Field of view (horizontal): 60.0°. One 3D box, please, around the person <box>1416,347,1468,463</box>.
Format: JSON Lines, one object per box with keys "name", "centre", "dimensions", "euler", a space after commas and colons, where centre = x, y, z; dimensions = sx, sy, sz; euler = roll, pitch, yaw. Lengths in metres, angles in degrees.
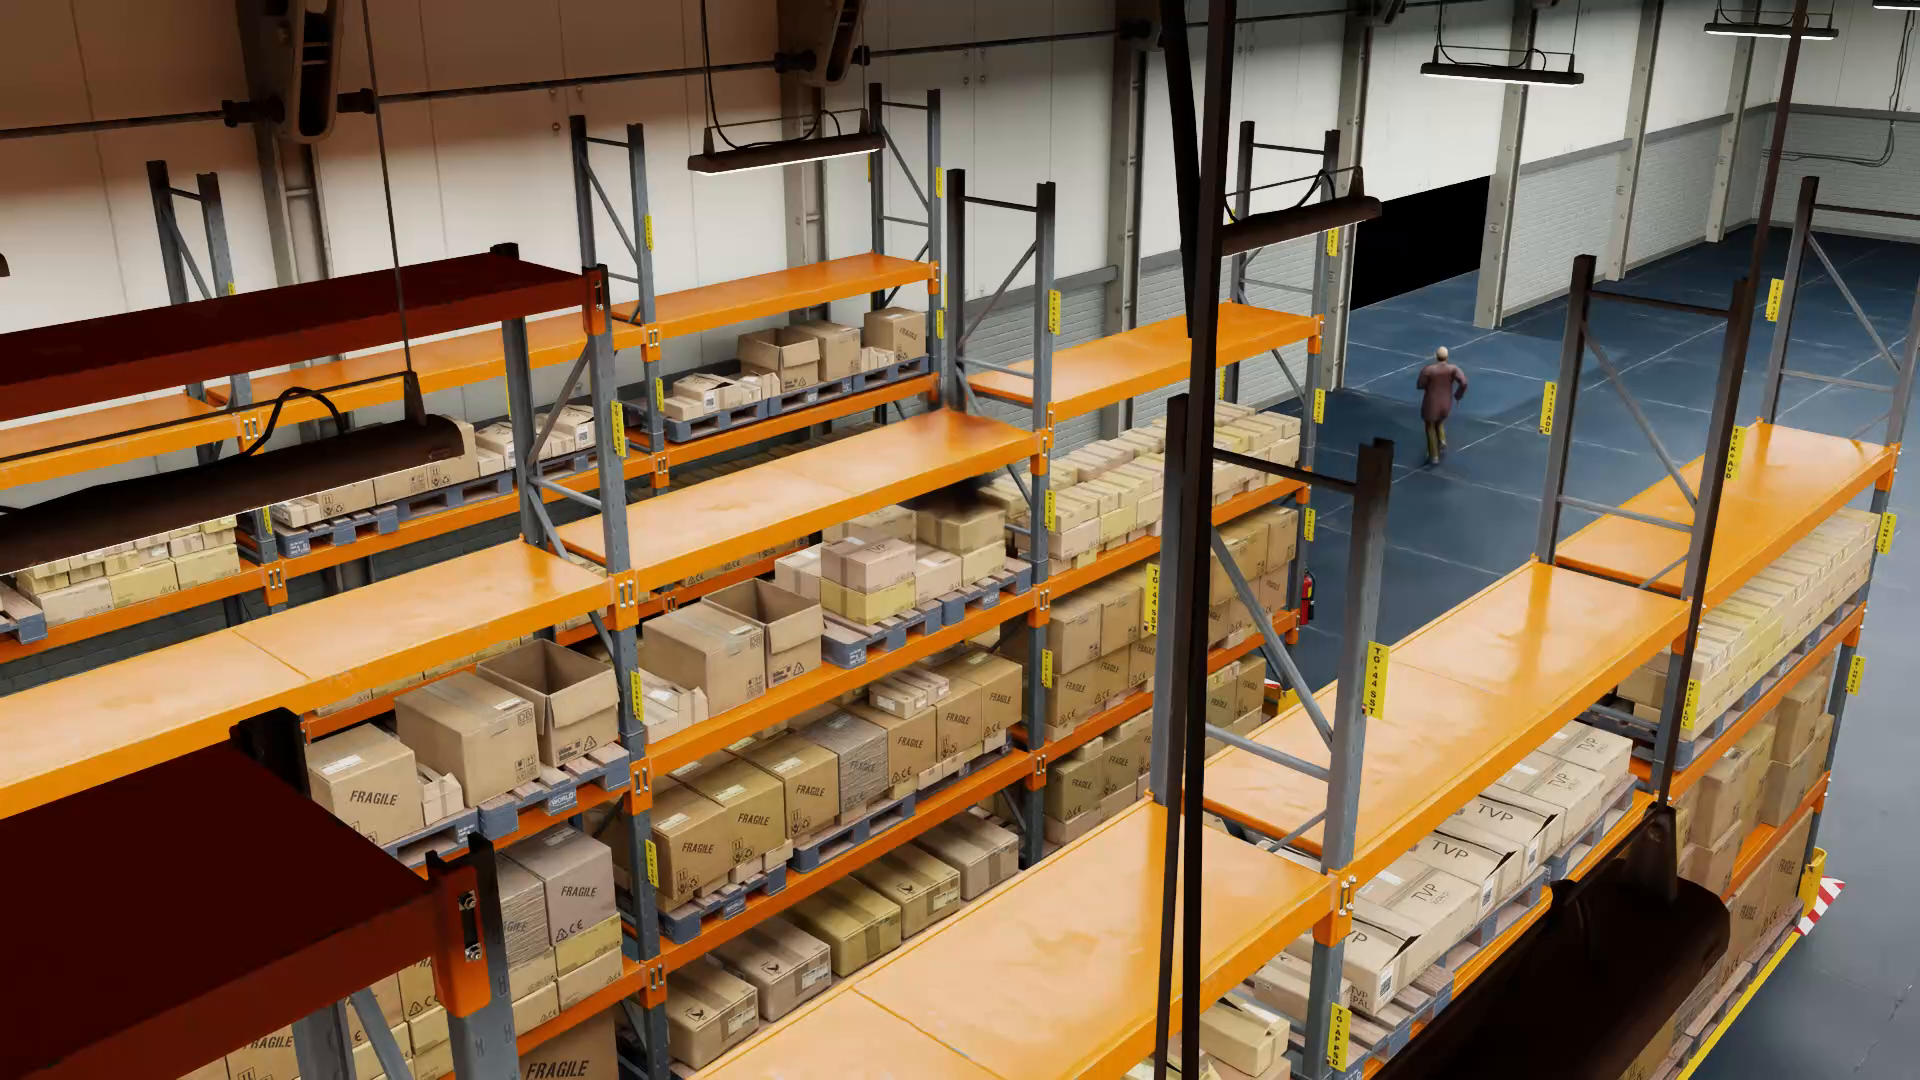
{"name": "person", "centre": [7.139, -2.054, 24.868], "dimensions": [0.685, 1.747, 0.712], "euler": [0, 21, 0]}
